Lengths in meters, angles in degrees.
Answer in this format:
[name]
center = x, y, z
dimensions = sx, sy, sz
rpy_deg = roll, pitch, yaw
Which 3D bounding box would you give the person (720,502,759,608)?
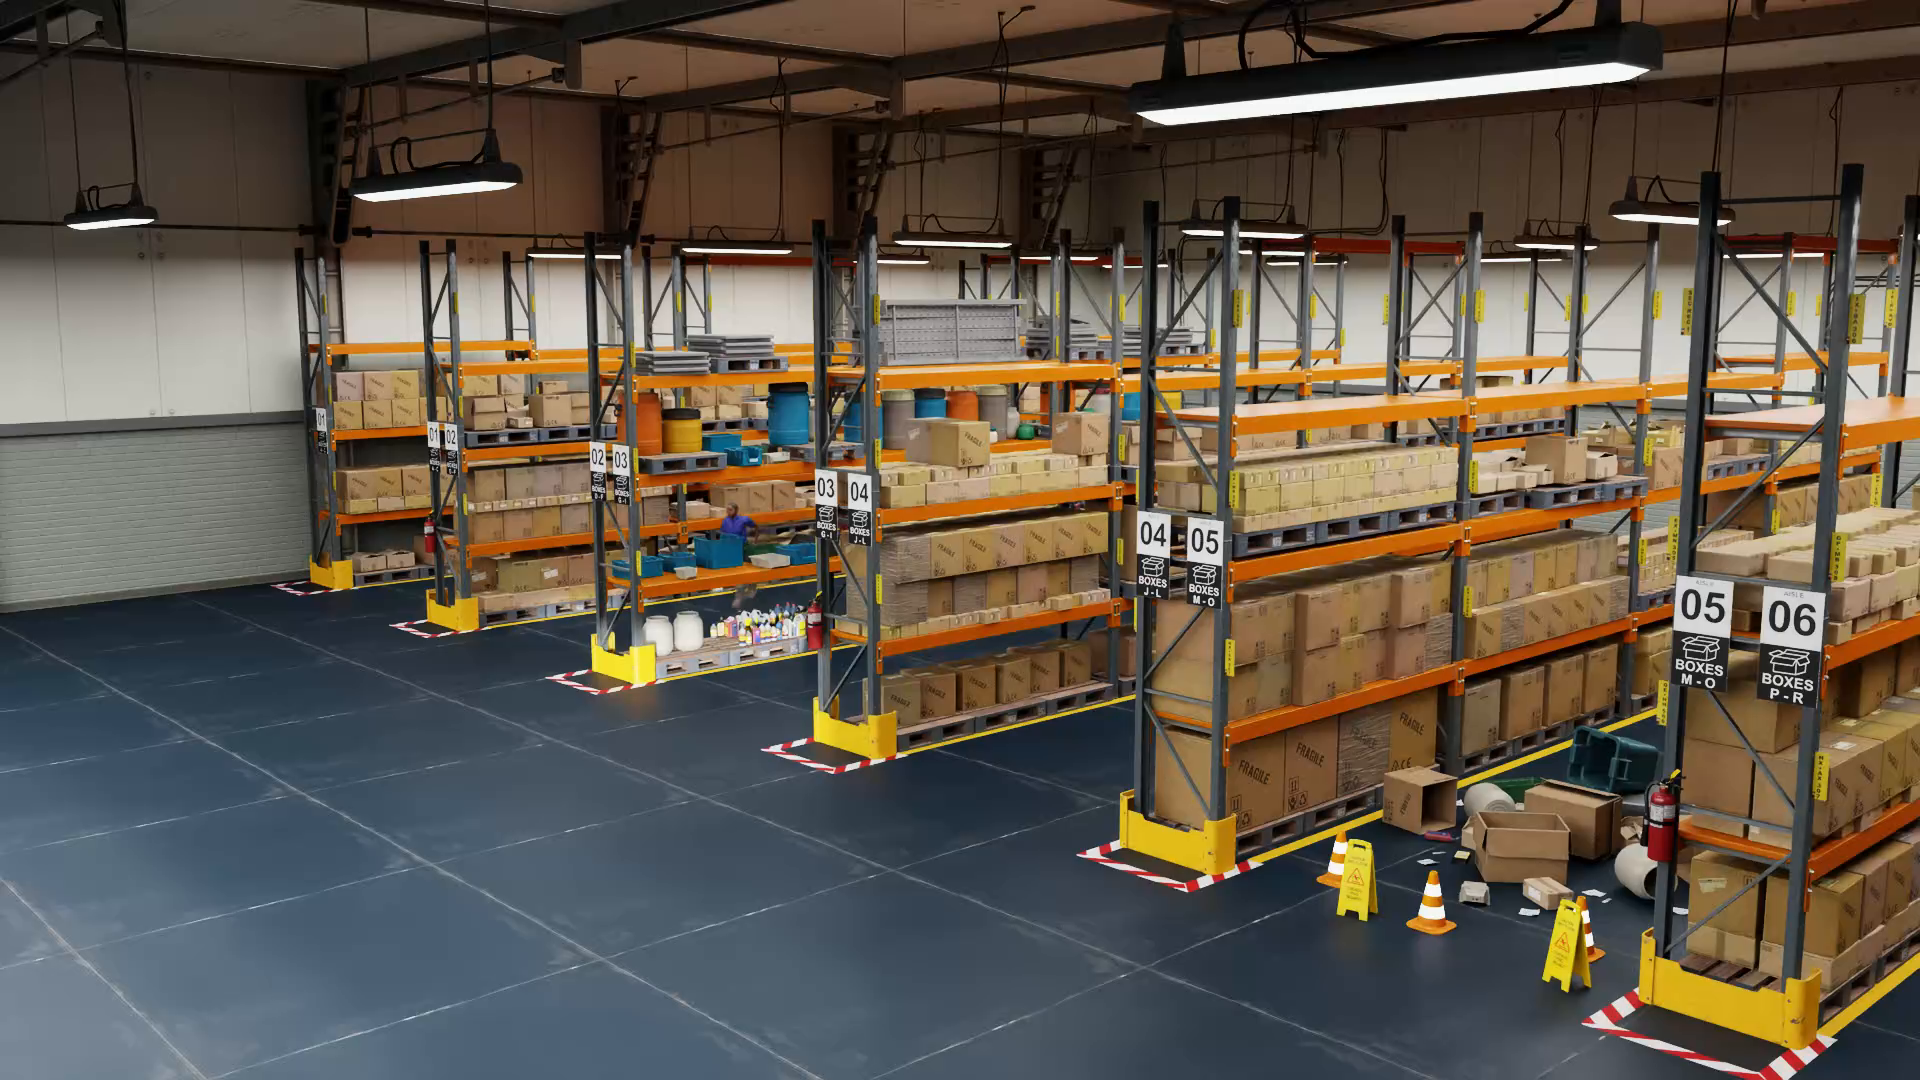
[person]
center = -3.496, 0.201, 26.539
dimensions = 0.573, 1.668, 0.916
rpy_deg = 5, 10, 31
